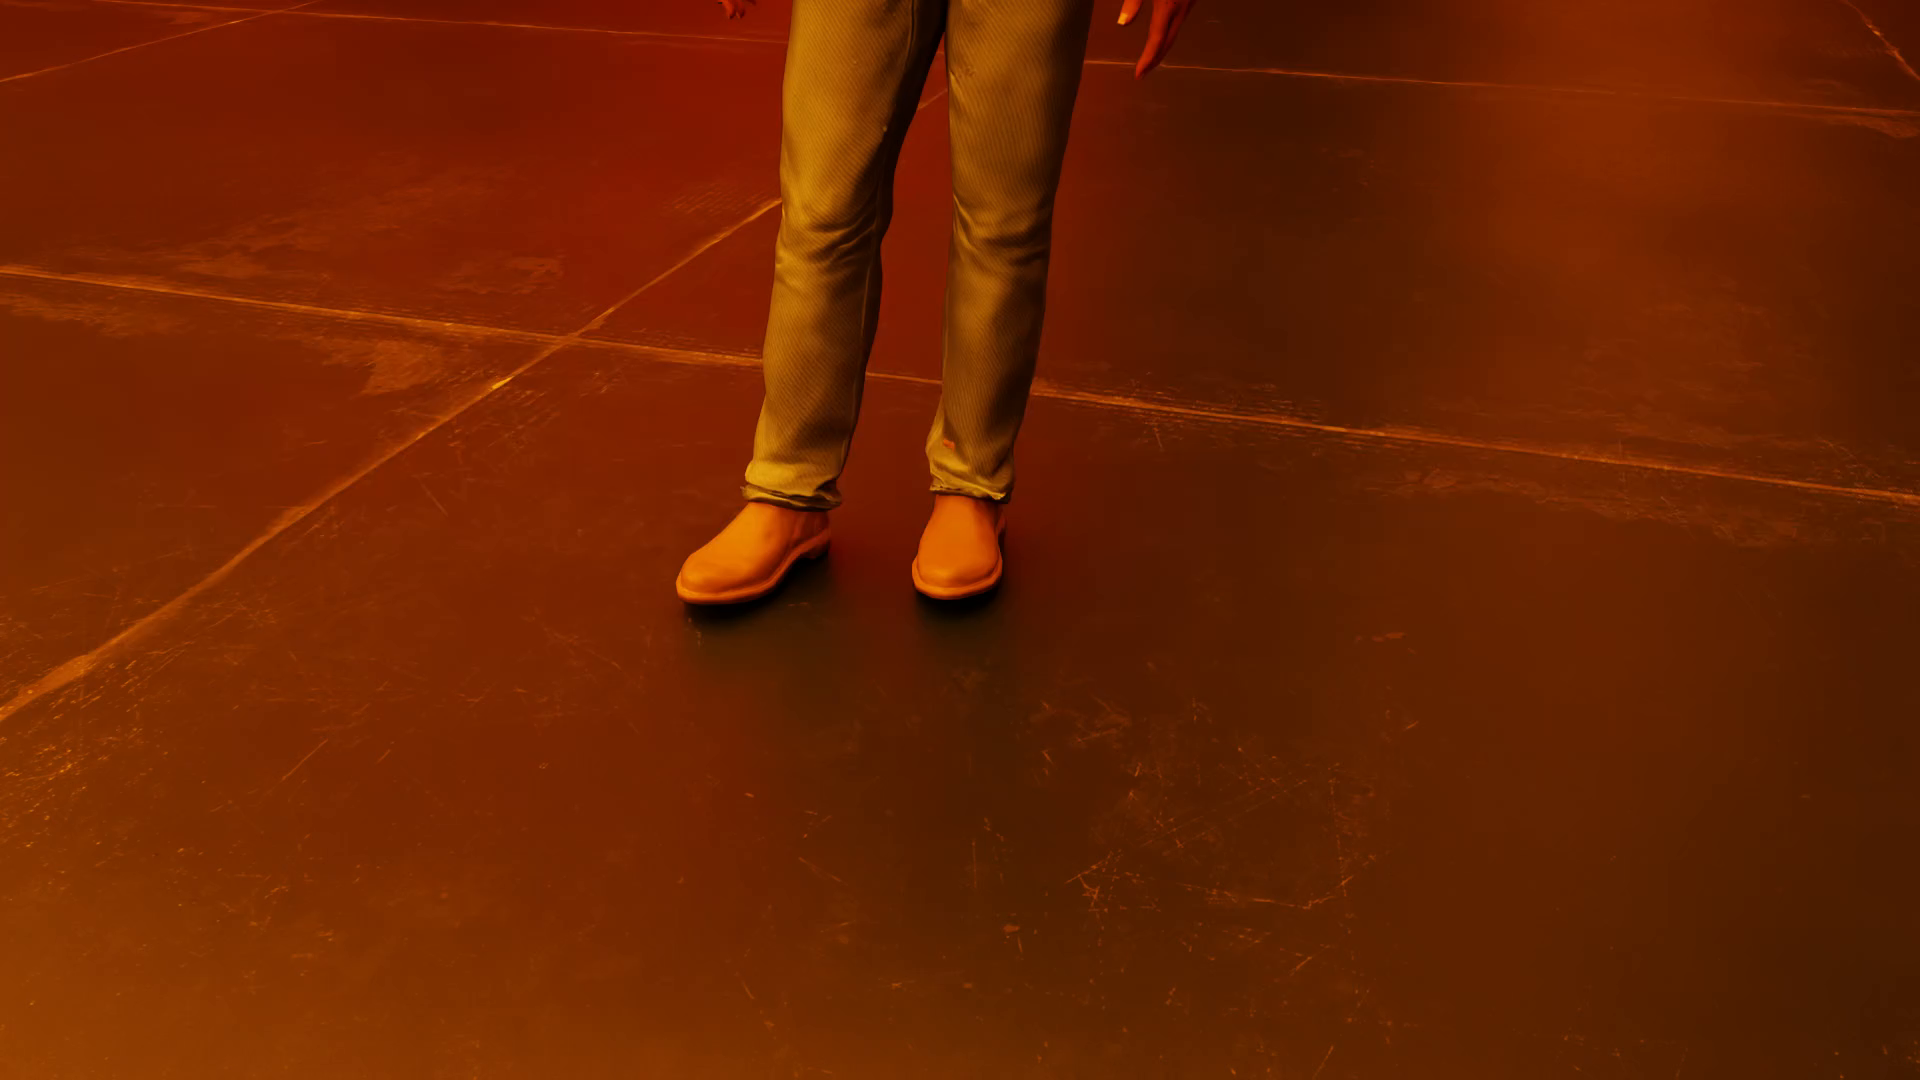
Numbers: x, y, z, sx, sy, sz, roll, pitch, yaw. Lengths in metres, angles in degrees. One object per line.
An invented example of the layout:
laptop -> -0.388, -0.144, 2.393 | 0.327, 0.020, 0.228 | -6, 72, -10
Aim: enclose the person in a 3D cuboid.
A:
person -> -0.027, -0.761, 2.039 | 0.665, 1.762, 0.575 | 8, 28, 16
